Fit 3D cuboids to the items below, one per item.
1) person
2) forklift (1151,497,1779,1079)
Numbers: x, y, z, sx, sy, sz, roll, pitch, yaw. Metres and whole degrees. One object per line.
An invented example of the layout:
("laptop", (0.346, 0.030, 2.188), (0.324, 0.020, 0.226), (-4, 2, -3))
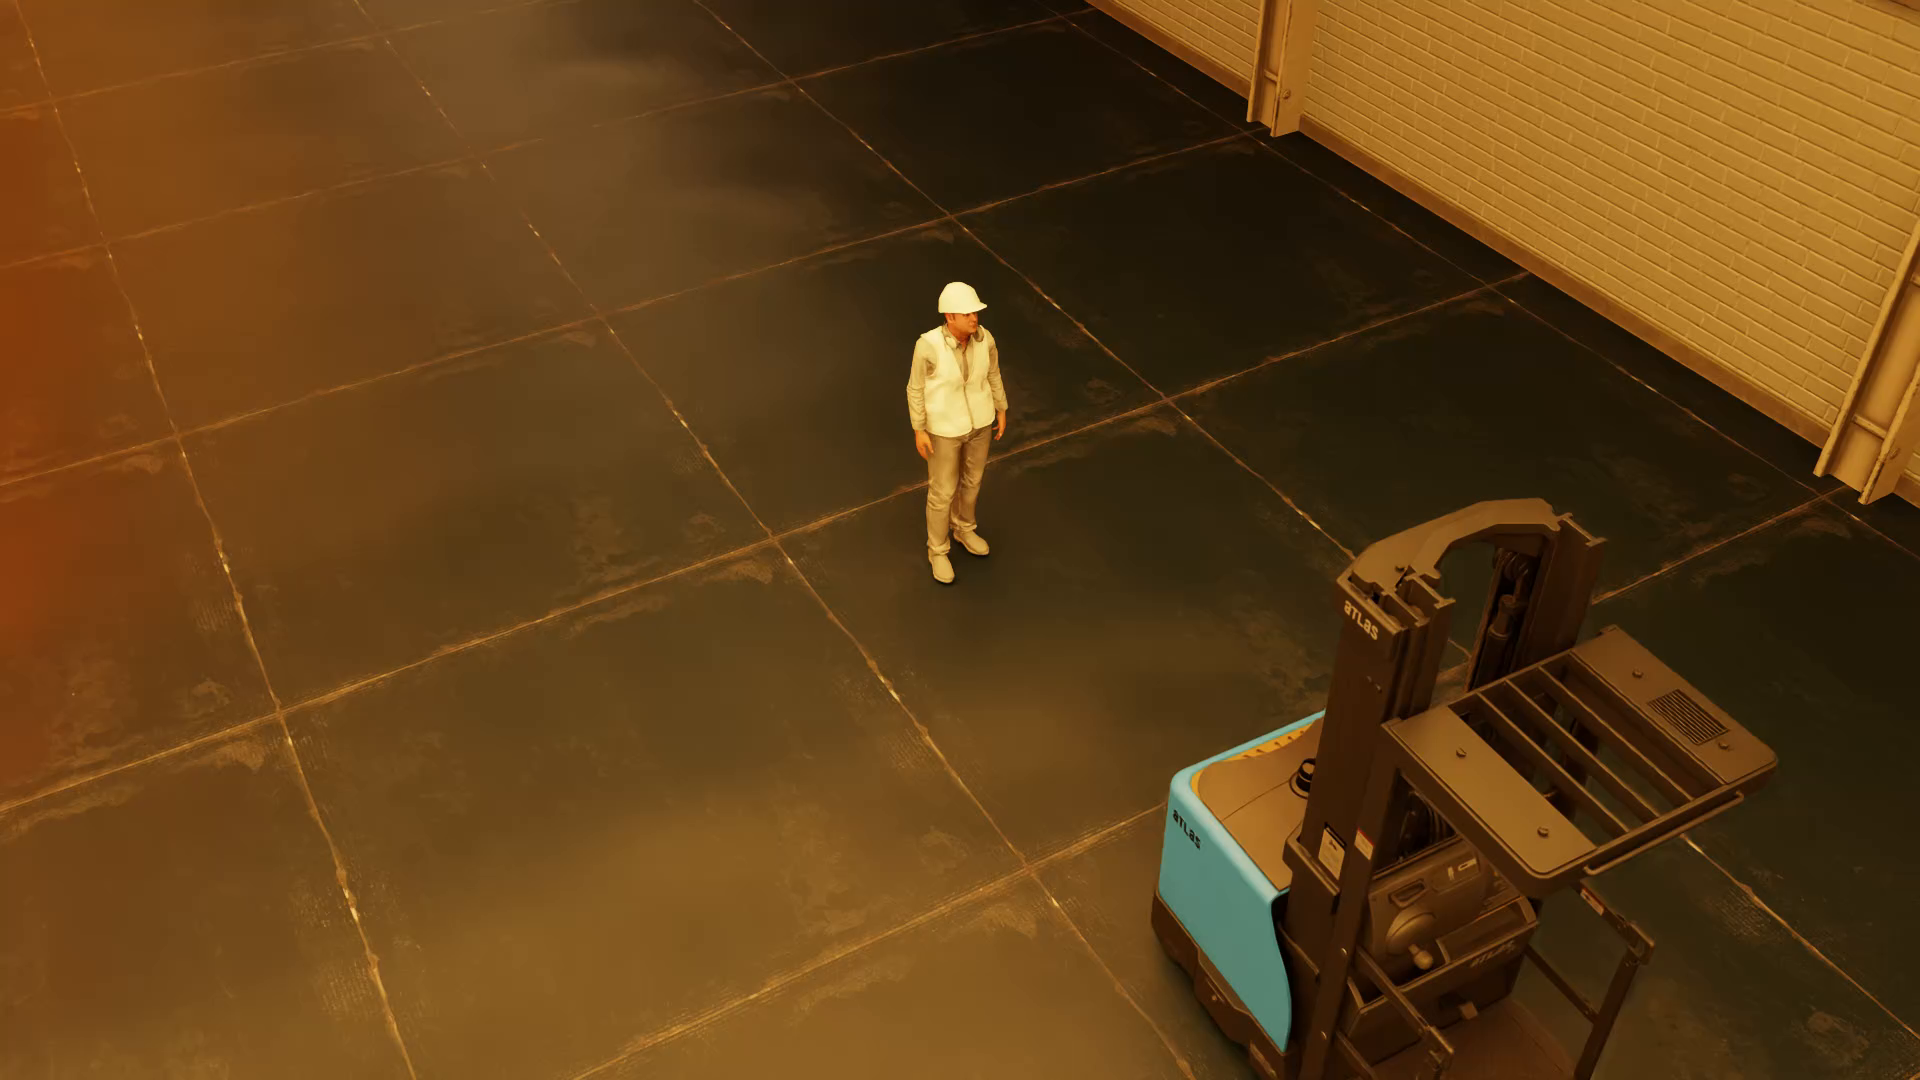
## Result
("person", (0.024, -0.652, 9.716), (0.632, 1.773, 0.568), (-20, 44, -23))
("forklift", (2.058, 1.428, 6.315), (1.130, 2.935, 3.031), (-19, 43, -21))
